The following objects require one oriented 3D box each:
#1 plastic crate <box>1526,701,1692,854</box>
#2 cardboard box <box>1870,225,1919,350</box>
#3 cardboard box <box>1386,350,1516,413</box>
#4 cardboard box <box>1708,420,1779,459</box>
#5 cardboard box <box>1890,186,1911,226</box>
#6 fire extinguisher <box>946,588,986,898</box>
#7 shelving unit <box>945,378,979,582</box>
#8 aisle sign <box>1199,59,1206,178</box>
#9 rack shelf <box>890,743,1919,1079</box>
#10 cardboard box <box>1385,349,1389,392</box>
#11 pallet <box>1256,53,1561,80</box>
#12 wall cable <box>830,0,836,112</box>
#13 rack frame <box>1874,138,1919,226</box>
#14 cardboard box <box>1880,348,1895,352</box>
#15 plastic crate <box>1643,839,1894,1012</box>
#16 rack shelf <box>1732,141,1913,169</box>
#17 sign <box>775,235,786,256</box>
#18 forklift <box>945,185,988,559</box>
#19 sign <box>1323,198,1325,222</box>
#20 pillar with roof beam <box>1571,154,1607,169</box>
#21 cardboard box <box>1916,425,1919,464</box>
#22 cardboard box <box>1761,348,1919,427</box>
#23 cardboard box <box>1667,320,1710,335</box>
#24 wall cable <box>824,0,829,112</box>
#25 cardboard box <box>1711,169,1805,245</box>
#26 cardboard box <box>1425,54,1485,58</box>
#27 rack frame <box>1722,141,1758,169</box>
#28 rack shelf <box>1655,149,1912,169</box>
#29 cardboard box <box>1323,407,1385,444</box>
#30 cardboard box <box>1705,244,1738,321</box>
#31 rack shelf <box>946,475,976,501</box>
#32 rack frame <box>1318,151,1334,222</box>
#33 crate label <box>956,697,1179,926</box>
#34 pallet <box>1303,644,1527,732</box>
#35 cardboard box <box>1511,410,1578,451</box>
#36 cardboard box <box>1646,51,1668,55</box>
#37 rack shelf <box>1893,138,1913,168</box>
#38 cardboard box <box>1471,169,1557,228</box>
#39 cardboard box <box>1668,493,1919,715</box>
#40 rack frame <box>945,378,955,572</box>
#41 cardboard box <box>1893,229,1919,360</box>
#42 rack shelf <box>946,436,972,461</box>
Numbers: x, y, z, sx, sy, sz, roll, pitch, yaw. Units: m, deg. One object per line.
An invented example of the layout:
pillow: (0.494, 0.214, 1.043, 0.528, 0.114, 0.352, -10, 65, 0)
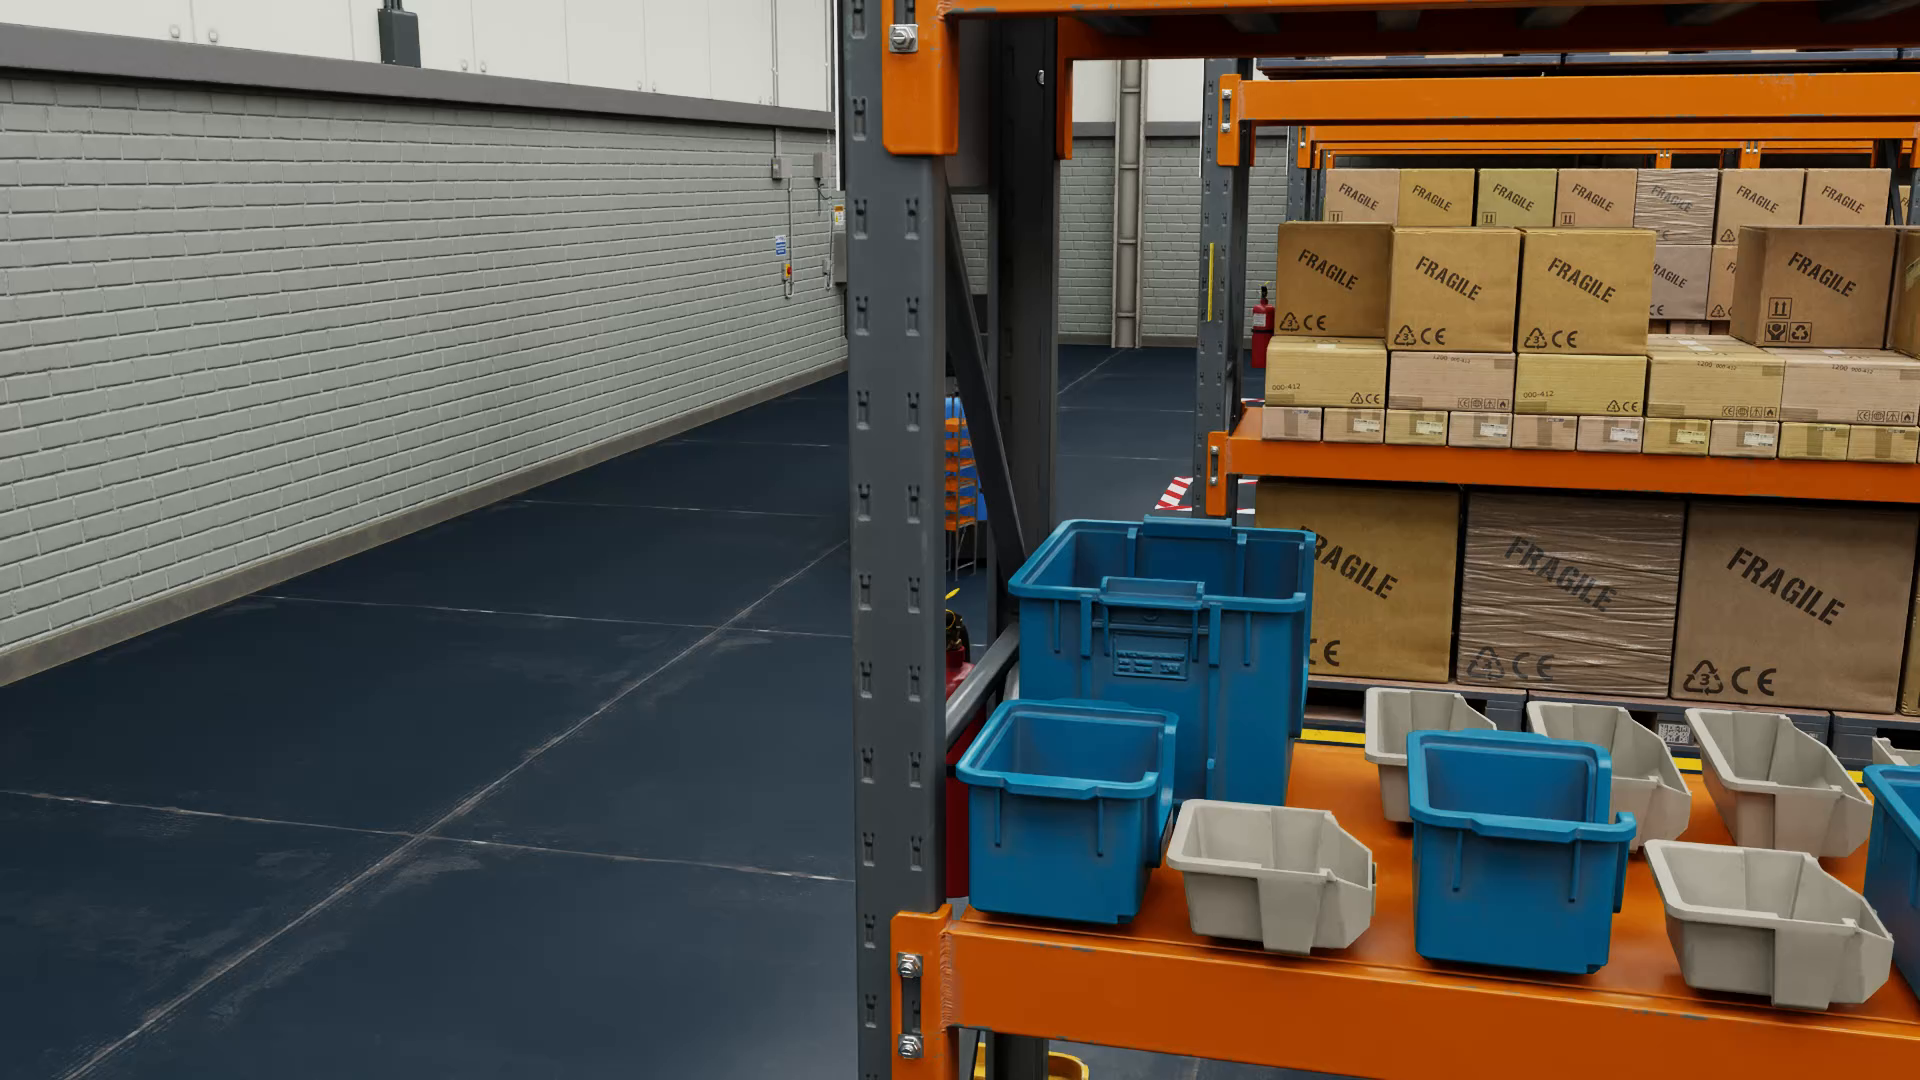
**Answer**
plastic crate: (1.130, 0.414, 2.912, 0.243, 0.136, 0.396, 3, 13, 14)
cardboard box: (4.207, -1.085, 7.129, 0.500, 0.500, 0.500, 3, 13, 14)
cardboard box: (2.111, -0.714, 7.185, 0.500, 0.250, 0.500, 3, 13, 13)
cardboard box: (3.218, -0.446, 6.898, 0.250, 0.149, 0.380, 3, 13, 14)
cardboard box: (8.806, -3.032, 15.435, 0.500, 0.500, 0.500, 3, 13, 12)
fire extinguisher: (-0.021, 0.409, 3.505, 0.183, 0.674, 0.296, 3, 13, 14)
shelving unit: (-0.030, -0.363, 10.084, 0.189, 1.200, 0.258, 9, 15, 30)
aisle sign: (1.061, -1.959, 7.136, 0.004, 0.787, 0.394, 3, 13, 14)
rack shelf: (1.958, 0.747, 2.600, 4.000, 0.370, 1.077, 3, 13, 14)
cardboard box: (2.230, -0.825, 7.688, 0.500, 0.250, 0.500, 3, 13, 13)
pallet: (1.926, -2.134, 7.206, 1.213, 0.211, 1.003, 3, 13, 14)
wall cable: (-1.126, -6.758, 20.831, 0.133, 3.039, 2.988, 3, 13, 14)
rack frame: (6.373, -1.579, 11.427, 0.127, 3.000, 1.000, 3, 13, 14)
cardboard box: (4.212, -0.720, 7.212, 0.500, 0.250, 0.500, 3, 13, 13)
plastic crate: (1.128, 0.543, 2.330, 0.298, 0.136, 0.250, 3, 13, 14)
rack shelf: (9.403, -3.635, 15.427, 4.000, 0.370, 1.077, 3, 13, 14)
sign: (-1.973, -3.246, 18.314, 0.001, 0.218, 0.327, 3, 13, 14)
forklift: (-0.116, -1.573, 11.555, 1.130, 2.935, 3.031, -2, 13, -8)
sign: (4.633, -4.186, 21.175, 0.005, 0.325, 0.100, 3, 13, 14)
pillar with roof beam: (7.155, -5.919, 17.135, 0.400, 9.000, 9.100, 3, 13, 14)
cardboard box: (3.963, -0.406, 6.717, 0.250, 0.149, 0.380, 3, 13, 15)
cardboard box: (3.597, -0.634, 6.826, 0.500, 0.250, 0.500, 3, 13, 15)
cardboard box: (5.003, -1.465, 11.494, 0.250, 0.149, 0.380, 2, 13, 11)
wall cable: (-1.830, -6.156, 18.204, 0.029, 3.000, 2.355, 3, 13, 14)
cardboard box: (5.349, -2.255, 11.245, 0.500, 0.500, 0.500, 3, 13, 12)
cardboard box: (3.361, -3.318, 11.529, 0.500, 0.250, 0.500, 3, 13, 13)
rack frame: (7.461, -2.625, 16.142, 0.127, 3.000, 1.000, 3, 13, 14)
rack shelf: (10.588, -4.679, 20.133, 4.000, 0.370, 1.077, 3, 13, 14)
cardboard box: (1.718, -0.526, 7.257, 0.250, 0.149, 0.380, 3, 13, 13)
cardboard box: (5.332, -1.766, 11.351, 0.500, 0.500, 0.500, 3, 13, 12)
rack shelf: (-0.031, -0.320, 10.094, 0.180, 0.103, 0.258, 9, 15, 30)
rack frame: (4.763, -3.877, 21.783, 0.127, 3.000, 1.000, 3, 13, 14)
crate label: (0.177, 0.427, 2.632, 0.303, 0.233, 0.416, 3, 13, 14)
pallet: (1.998, 0.637, 7.874, 1.213, 0.211, 1.003, 3, 13, 14)
cardboard box: (2.467, -0.486, 7.078, 0.250, 0.149, 0.380, 3, 13, 12)
cardboard box: (4.855, -3.241, 11.181, 0.500, 0.250, 0.500, 4, 13, 16)
rack shelf: (8.315, -2.589, 10.712, 4.000, 0.370, 1.077, 3, 13, 14)
cardboard box: (3.853, -2.333, 11.599, 0.500, 0.500, 0.500, 3, 13, 12)
cardboard box: (3.591, 0.193, 7.374, 0.875, 0.875, 0.875, 3, 13, 14)
rack frame: (-0.108, -0.375, 10.130, 0.006, 1.200, 0.240, 9, 15, 30)
cardboard box: (4.091, -0.974, 6.627, 0.500, 0.500, 0.500, 3, 13, 14)
rack shelf: (-0.025, -0.554, 10.041, 0.180, 0.103, 0.258, 9, 15, 30)
